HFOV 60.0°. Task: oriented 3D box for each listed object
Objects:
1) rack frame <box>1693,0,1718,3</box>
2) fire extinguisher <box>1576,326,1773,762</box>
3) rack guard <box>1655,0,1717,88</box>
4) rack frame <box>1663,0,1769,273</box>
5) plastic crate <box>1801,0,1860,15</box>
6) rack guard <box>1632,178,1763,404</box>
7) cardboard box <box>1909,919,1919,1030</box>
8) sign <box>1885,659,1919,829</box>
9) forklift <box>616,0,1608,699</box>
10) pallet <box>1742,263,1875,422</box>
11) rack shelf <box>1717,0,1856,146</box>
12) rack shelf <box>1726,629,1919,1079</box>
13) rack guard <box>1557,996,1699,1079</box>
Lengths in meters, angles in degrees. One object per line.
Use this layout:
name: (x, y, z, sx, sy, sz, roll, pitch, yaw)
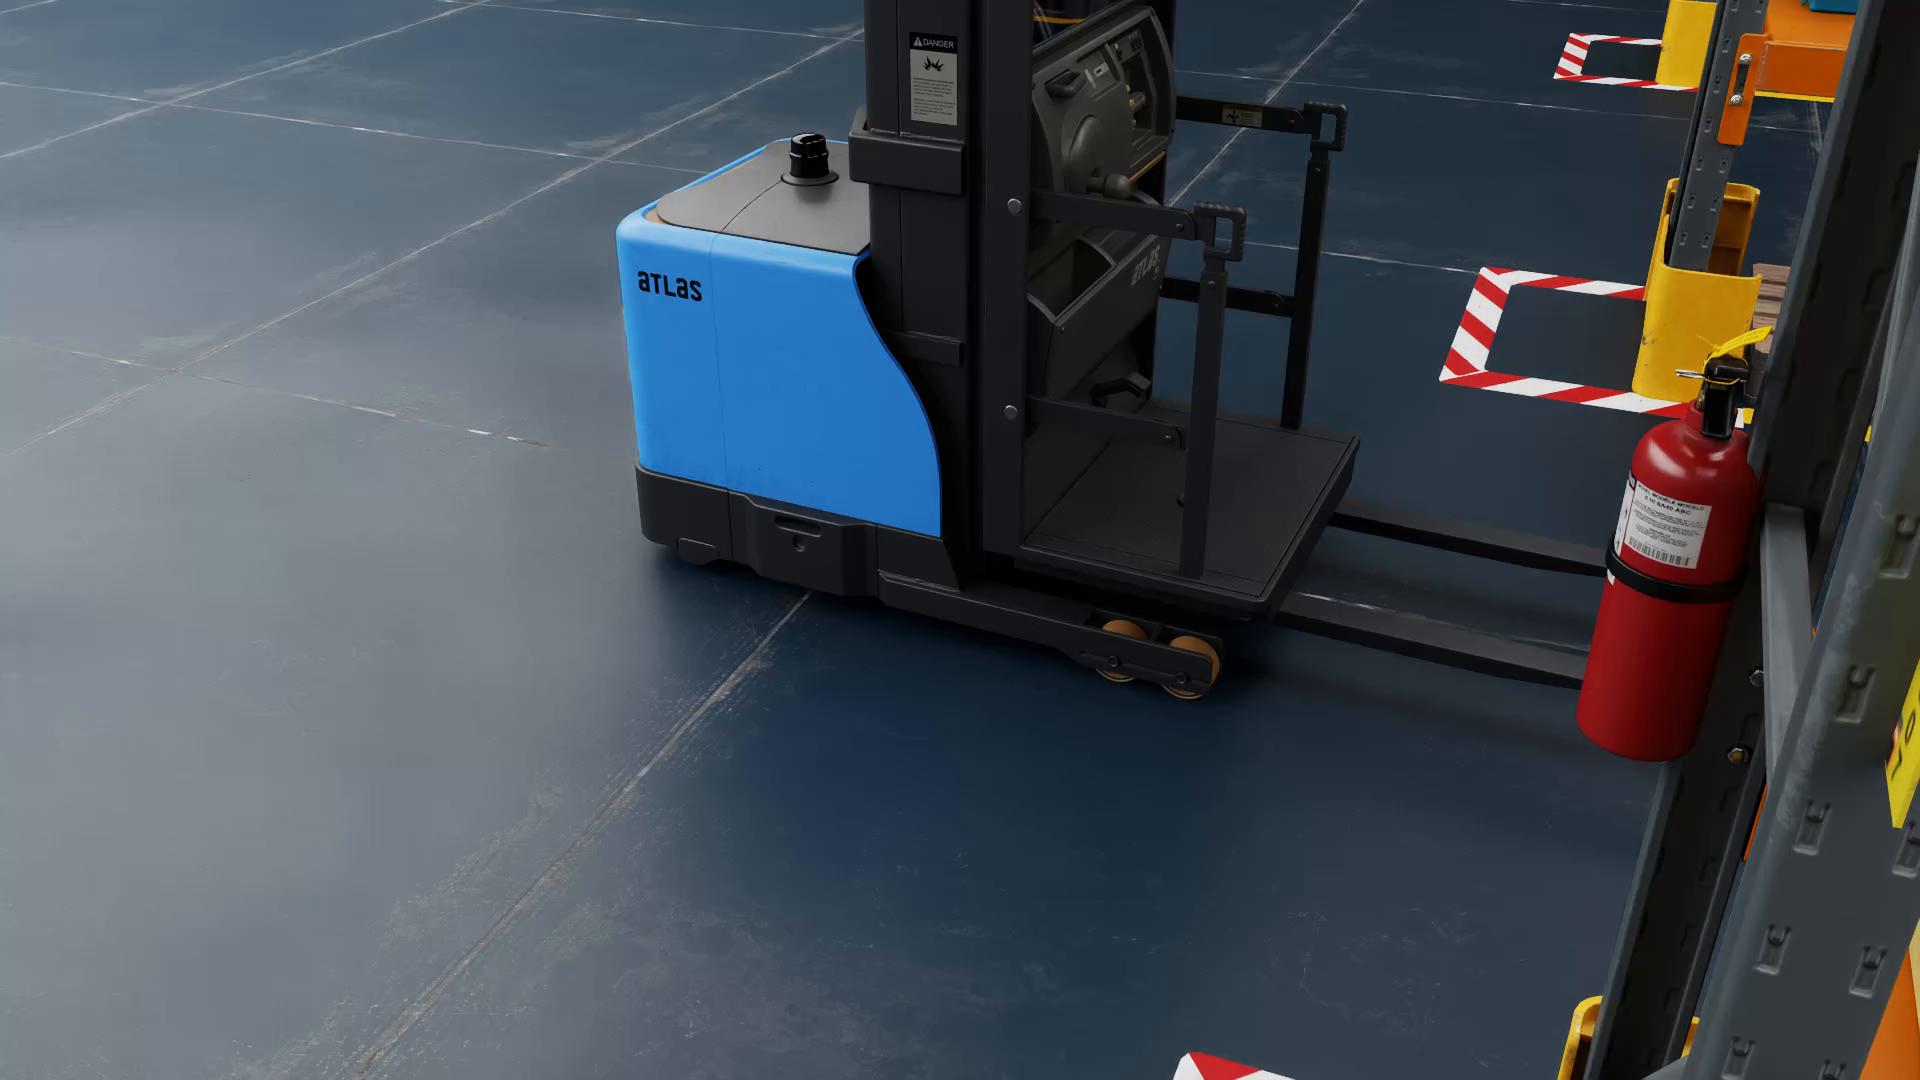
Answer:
rack frame: (4.662, -4.330, 9.863, 0.127, 3.000, 1.000, 11, 31, 19)
fire extinguisher: (1.001, -0.012, 2.301, 0.183, 0.674, 0.296, 11, 31, 19)
rack guard: (4.640, -3.247, 10.486, 0.348, 0.500, 1.175, 11, 31, 19)
rack frame: (2.796, -2.073, 5.869, 0.127, 3.000, 1.000, 11, 31, 19)
plastic crate: (3.372, -2.052, 5.983, 0.616, 0.251, 0.499, 11, 31, 19)
rack guard: (2.884, -0.992, 6.497, 0.348, 0.500, 1.175, 11, 31, 19)
cardboard box: (1.108, 0.457, 1.649, 0.250, 0.149, 0.380, 11, 31, 19)
sign: (0.730, 0.056, 1.222, 0.005, 0.325, 0.100, 11, 31, 19)
forklift: (0.572, -1.145, 4.297, 3.031, 2.935, 1.130, 13, 32, 22)
pallet: (3.635, -0.713, 6.298, 1.213, 0.211, 1.003, 11, 31, 19)
rack shelf: (4.649, -1.389, 5.391, 4.000, 0.370, 1.077, 11, 31, 19)
rack shelf: (2.787, 0.869, 1.395, 4.000, 0.370, 1.077, 11, 31, 19)
rack guard: (1.004, 1.288, 2.463, 0.348, 0.500, 1.175, 11, 31, 19)
